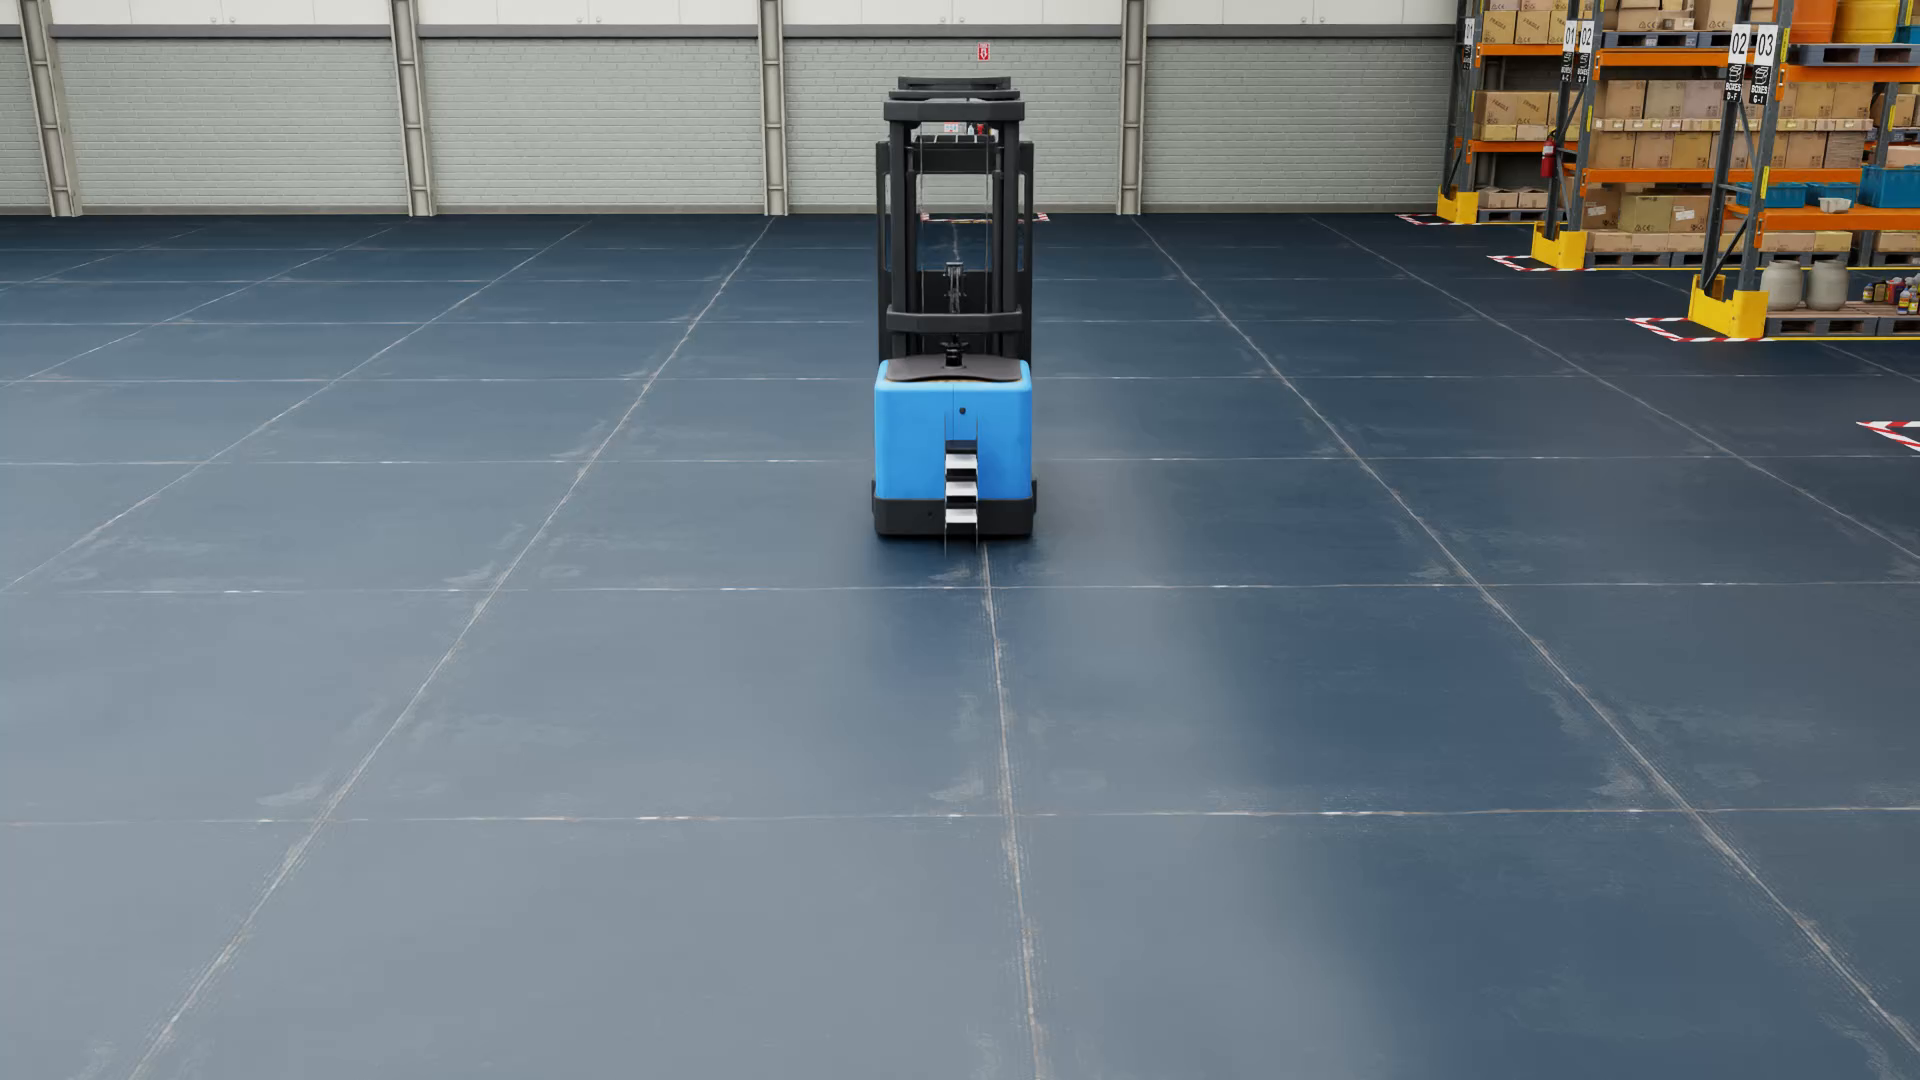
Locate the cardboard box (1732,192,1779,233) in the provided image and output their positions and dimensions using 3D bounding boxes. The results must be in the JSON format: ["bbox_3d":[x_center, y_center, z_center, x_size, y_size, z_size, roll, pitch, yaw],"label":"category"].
[{"bbox_3d":[10.811,-4.456,22.615,0.500,0.500,0.500,0,18,-1],"label":"cardboard box"}]

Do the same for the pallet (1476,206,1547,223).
[{"bbox_3d":[9.079,-5.439,27.658,1.213,0.211,1.003,0,18,-1],"label":"pallet"}]

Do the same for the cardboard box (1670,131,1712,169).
[{"bbox_3d":[9.760,-5.311,22.530,0.500,0.500,0.700,0,18,0],"label":"cardboard box"}]

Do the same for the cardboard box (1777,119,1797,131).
[{"bbox_3d":[10.985,-5.565,22.261,0.250,0.149,0.380,0,18,-1],"label":"cardboard box"}]

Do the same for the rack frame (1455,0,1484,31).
[{"bbox_3d":[8.190,-9.630,26.336,0.127,3.000,1.000,0,18,-1],"label":"rack frame"}]

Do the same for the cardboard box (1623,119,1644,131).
[{"bbox_3d":[8.931,-5.555,22.229,0.250,0.149,0.380,-1,18,-2],"label":"cardboard box"}]

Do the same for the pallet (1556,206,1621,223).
[{"bbox_3d":[10.295,-5.444,27.674,1.213,0.211,1.003,0,18,-1],"label":"pallet"}]

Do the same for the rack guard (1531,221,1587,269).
[{"bbox_3d":[8.248,-4.070,22.918,0.348,0.500,1.175,0,18,-1],"label":"rack guard"}]

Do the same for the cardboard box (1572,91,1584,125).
[{"bbox_3d":[10.199,-6.985,26.898,0.500,0.500,0.500,0,18,1],"label":"cardboard box"}]

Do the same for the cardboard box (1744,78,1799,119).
[{"bbox_3d":[10.822,-5.936,22.355,0.500,0.500,0.700,0,18,-1],"label":"cardboard box"}]

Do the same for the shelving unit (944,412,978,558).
[{"bbox_3d":[0.007,-0.351,10.669,0.210,0.900,0.258,0,18,-1],"label":"shelving unit"}]

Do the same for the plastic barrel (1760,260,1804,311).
[{"bbox_3d":[9.003,-2.790,18.219,0.421,0.512,0.421,0,18,0],"label":"plastic barrel"}]

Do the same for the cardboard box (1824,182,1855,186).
[{"bbox_3d":[14.456,-5.834,27.696,0.500,0.500,0.700,0,18,-1],"label":"cardboard box"}]

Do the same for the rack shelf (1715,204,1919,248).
[{"bbox_3d":[10.346,-3.415,17.960,4.000,0.370,1.077,0,18,-1],"label":"rack shelf"}]

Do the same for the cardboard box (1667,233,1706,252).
[{"bbox_3d":[9.811,-4.092,22.707,0.500,0.250,0.500,0,18,-1],"label":"cardboard box"}]

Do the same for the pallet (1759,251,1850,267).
[{"bbox_3d":[11.475,-3.961,23.050,1.213,0.211,1.003,0,18,-1],"label":"pallet"}]

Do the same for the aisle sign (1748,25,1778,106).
[{"bbox_3d":[8.279,-4.896,17.143,0.004,0.787,0.394,0,18,-1],"label":"aisle sign"}]

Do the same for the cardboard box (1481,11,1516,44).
[{"bbox_3d":[8.528,-8.184,26.543,0.500,0.500,0.500,0,18,1],"label":"cardboard box"}]

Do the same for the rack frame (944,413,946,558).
[{"bbox_3d":[-0.095,-0.351,10.667,0.006,0.900,0.240,0,18,-1],"label":"rack frame"}]

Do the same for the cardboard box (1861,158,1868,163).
[{"bbox_3d":[14.899,-6.186,27.564,0.500,0.250,0.500,0,18,0],"label":"cardboard box"}]

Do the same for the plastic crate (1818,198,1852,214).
[{"bbox_3d":[9.246,-3.528,17.568,0.250,0.136,0.298,0,18,-1],"label":"plastic crate"}]

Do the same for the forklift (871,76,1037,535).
[{"bbox_3d":[-0.034,-1.825,11.938,1.130,2.935,3.031,0,18,0],"label":"forklift"}]

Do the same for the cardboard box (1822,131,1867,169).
[{"bbox_3d":[11.828,-5.324,22.569,0.500,0.500,0.700,-1,18,-2],"label":"cardboard box"}]

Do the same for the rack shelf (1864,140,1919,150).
[{"bbox_3d":[14.189,-6.460,27.453,4.000,0.370,1.077,0,18,-1],"label":"rack shelf"}]

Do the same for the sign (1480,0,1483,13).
[{"bbox_3d":[8.198,-8.452,26.144,0.005,0.325,0.100,0,18,-1],"label":"sign"}]

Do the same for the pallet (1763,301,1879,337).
[{"bbox_3d":[9.234,-2.437,18.299,1.213,0.211,1.003,0,18,-1],"label":"pallet"}]

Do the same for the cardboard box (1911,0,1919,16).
[{"bbox_3d":[12.889,-7.185,21.954,0.500,0.500,0.500,0,18,0],"label":"cardboard box"}]

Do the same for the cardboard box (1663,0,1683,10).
[{"bbox_3d":[11.142,-8.663,26.400,0.500,0.500,0.500,1,18,2],"label":"cardboard box"}]

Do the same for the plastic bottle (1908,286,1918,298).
[{"bbox_3d":[10.587,-2.723,18.487,0.097,0.201,0.097,0,18,0],"label":"plastic bottle"}]

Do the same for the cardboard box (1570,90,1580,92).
[{"bbox_3d":[10.182,-7.142,27.385,0.500,0.500,0.500,0,18,0],"label":"cardboard box"}]

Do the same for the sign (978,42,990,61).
[{"bbox_3d":[0.396,-8.146,27.736,0.199,0.298,0.001,0,18,-1],"label":"sign"}]

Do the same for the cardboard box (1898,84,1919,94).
[{"bbox_3d":[15.523,-7.361,27.139,0.250,0.149,0.380,-3,18,-10],"label":"cardboard box"}]

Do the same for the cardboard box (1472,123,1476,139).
[{"bbox_3d":[8.654,-6.773,27.464,0.500,0.250,0.500,0,18,0],"label":"cardboard box"}]

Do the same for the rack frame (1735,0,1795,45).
[{"bbox_3d":[8.346,-6.605,16.904,0.127,3.000,1.000,0,18,-1],"label":"rack frame"}]

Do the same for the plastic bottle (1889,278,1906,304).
[{"bbox_3d":[10.430,-2.767,18.489,0.133,0.283,0.061,0,18,-1],"label":"plastic bottle"}]

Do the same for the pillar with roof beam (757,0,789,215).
[{"bbox_3d":[-3.055,-8.525,22.891,0.400,9.000,9.100,0,18,-1],"label":"pillar with roof beam"}]

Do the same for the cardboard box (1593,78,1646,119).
[{"bbox_3d":[8.792,-5.925,22.319,0.500,0.500,0.700,0,18,-1],"label":"cardboard box"}]

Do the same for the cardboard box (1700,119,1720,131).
[{"bbox_3d":[9.955,-5.560,22.244,0.250,0.149,0.380,-1,18,-2],"label":"cardboard box"}]

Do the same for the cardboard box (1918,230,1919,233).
[{"bbox_3d":[13.189,-4.364,22.638,0.500,0.311,0.500,0,18,-2],"label":"cardboard box"}]

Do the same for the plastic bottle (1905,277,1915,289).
[{"bbox_3d":[10.567,-2.797,18.594,0.135,0.276,0.152,-1,18,-2],"label":"plastic bottle"}]

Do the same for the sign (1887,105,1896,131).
[{"bbox_3d":[12.282,-5.560,21.924,0.005,0.325,0.100,0,18,-1],"label":"sign"}]

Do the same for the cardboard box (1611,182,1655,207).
[{"bbox_3d":[11.152,-5.795,27.574,0.500,0.500,0.500,-2,18,-5],"label":"cardboard box"}]

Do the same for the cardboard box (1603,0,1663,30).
[{"bbox_3d":[8.846,-7.006,21.982,0.637,0.503,0.797,1,18,3],"label":"cardboard box"}]

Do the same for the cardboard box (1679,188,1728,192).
[{"bbox_3d":[10.303,-4.613,23.104,0.500,0.500,0.500,0,18,-1],"label":"cardboard box"}]

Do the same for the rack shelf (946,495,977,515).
[{"bbox_3d":[0.007,-0.234,10.706,0.200,0.077,0.258,0,18,-1],"label":"rack shelf"}]

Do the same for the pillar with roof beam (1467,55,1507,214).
[{"bbox_3d":[8.944,-8.583,23.072,0.400,9.000,9.100,0,18,-1],"label":"pillar with roof beam"}]

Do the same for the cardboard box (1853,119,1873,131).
[{"bbox_3d":[12.003,-5.570,22.274,0.250,0.149,0.380,0,18,-1],"label":"cardboard box"}]

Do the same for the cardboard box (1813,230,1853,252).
[{"bbox_3d":[11.811,-4.102,22.737,0.500,0.250,0.500,0,18,-1],"label":"cardboard box"}]
